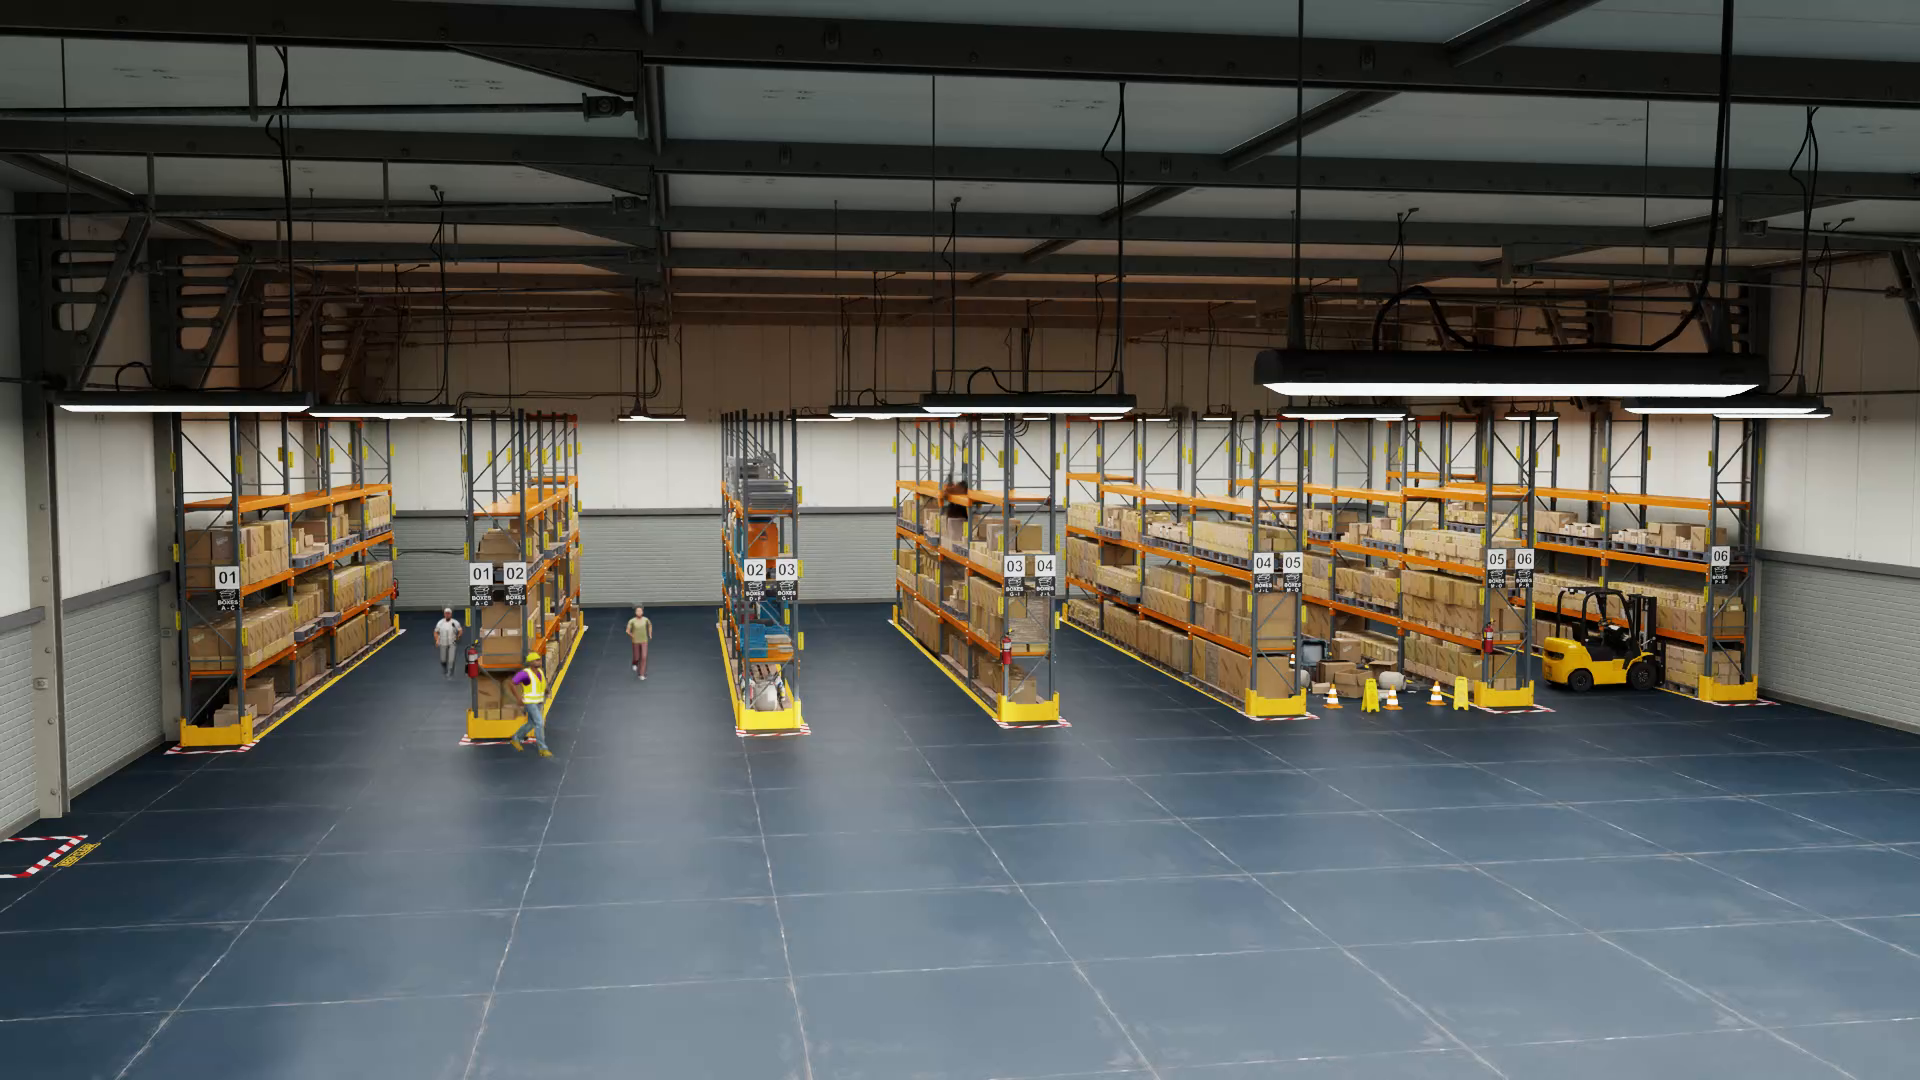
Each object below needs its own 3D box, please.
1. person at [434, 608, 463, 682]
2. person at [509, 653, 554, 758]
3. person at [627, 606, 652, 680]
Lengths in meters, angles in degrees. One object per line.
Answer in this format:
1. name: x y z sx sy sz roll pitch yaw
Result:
1. person: -11.418 2.337 37.126 0.616 1.627 0.550 -1 4 -13
2. person: -7.389 2.833 28.764 0.927 1.784 0.719 1 4 18
3. person: -7.186 2.302 37.373 0.593 1.635 0.894 -1 4 -20
